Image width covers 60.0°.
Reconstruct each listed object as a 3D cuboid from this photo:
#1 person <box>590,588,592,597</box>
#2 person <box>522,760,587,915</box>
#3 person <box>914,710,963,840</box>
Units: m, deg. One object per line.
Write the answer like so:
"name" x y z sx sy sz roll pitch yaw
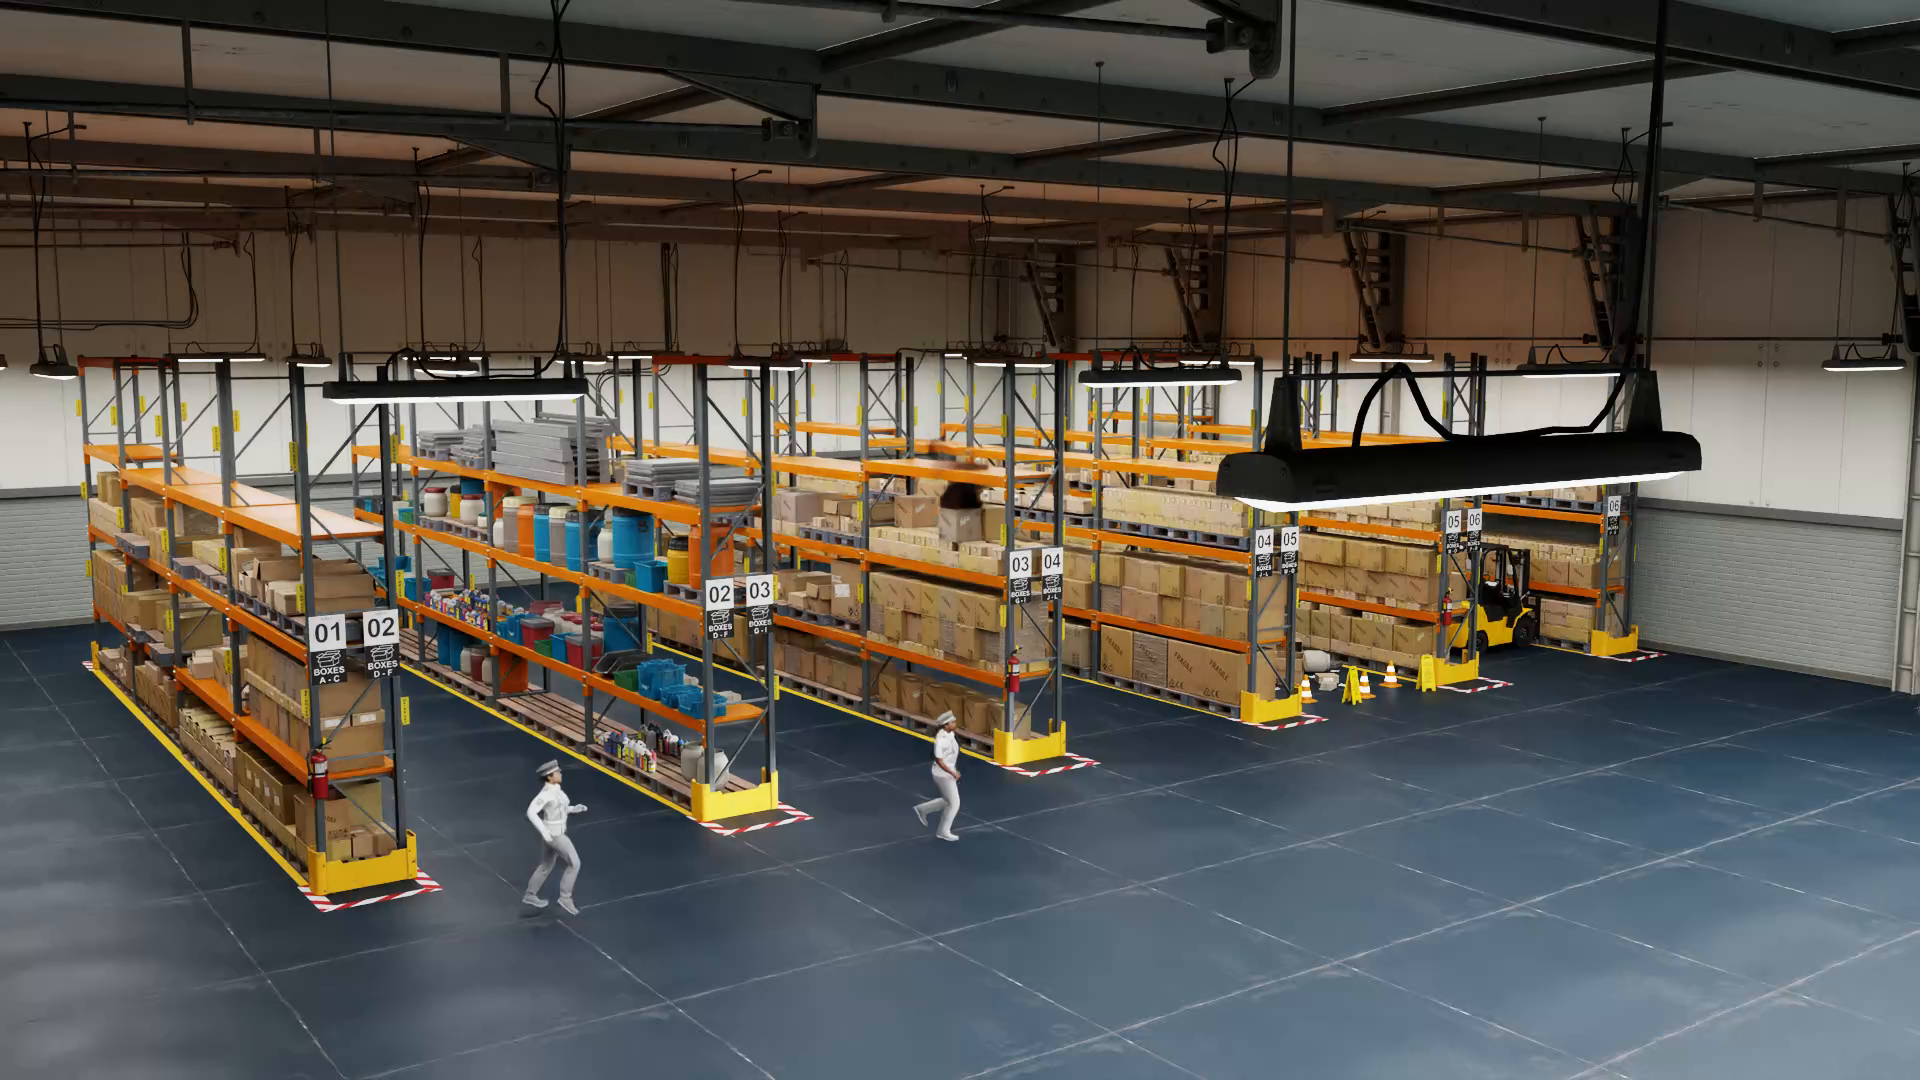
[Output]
"person" -8.463 0.732 38.964 0.967 1.790 0.717 -1 7 -9
"person" -4.477 3.280 18.332 0.732 1.749 0.580 -1 7 -12
"person" -0.276 2.973 21.057 0.629 1.687 0.586 0 7 2
